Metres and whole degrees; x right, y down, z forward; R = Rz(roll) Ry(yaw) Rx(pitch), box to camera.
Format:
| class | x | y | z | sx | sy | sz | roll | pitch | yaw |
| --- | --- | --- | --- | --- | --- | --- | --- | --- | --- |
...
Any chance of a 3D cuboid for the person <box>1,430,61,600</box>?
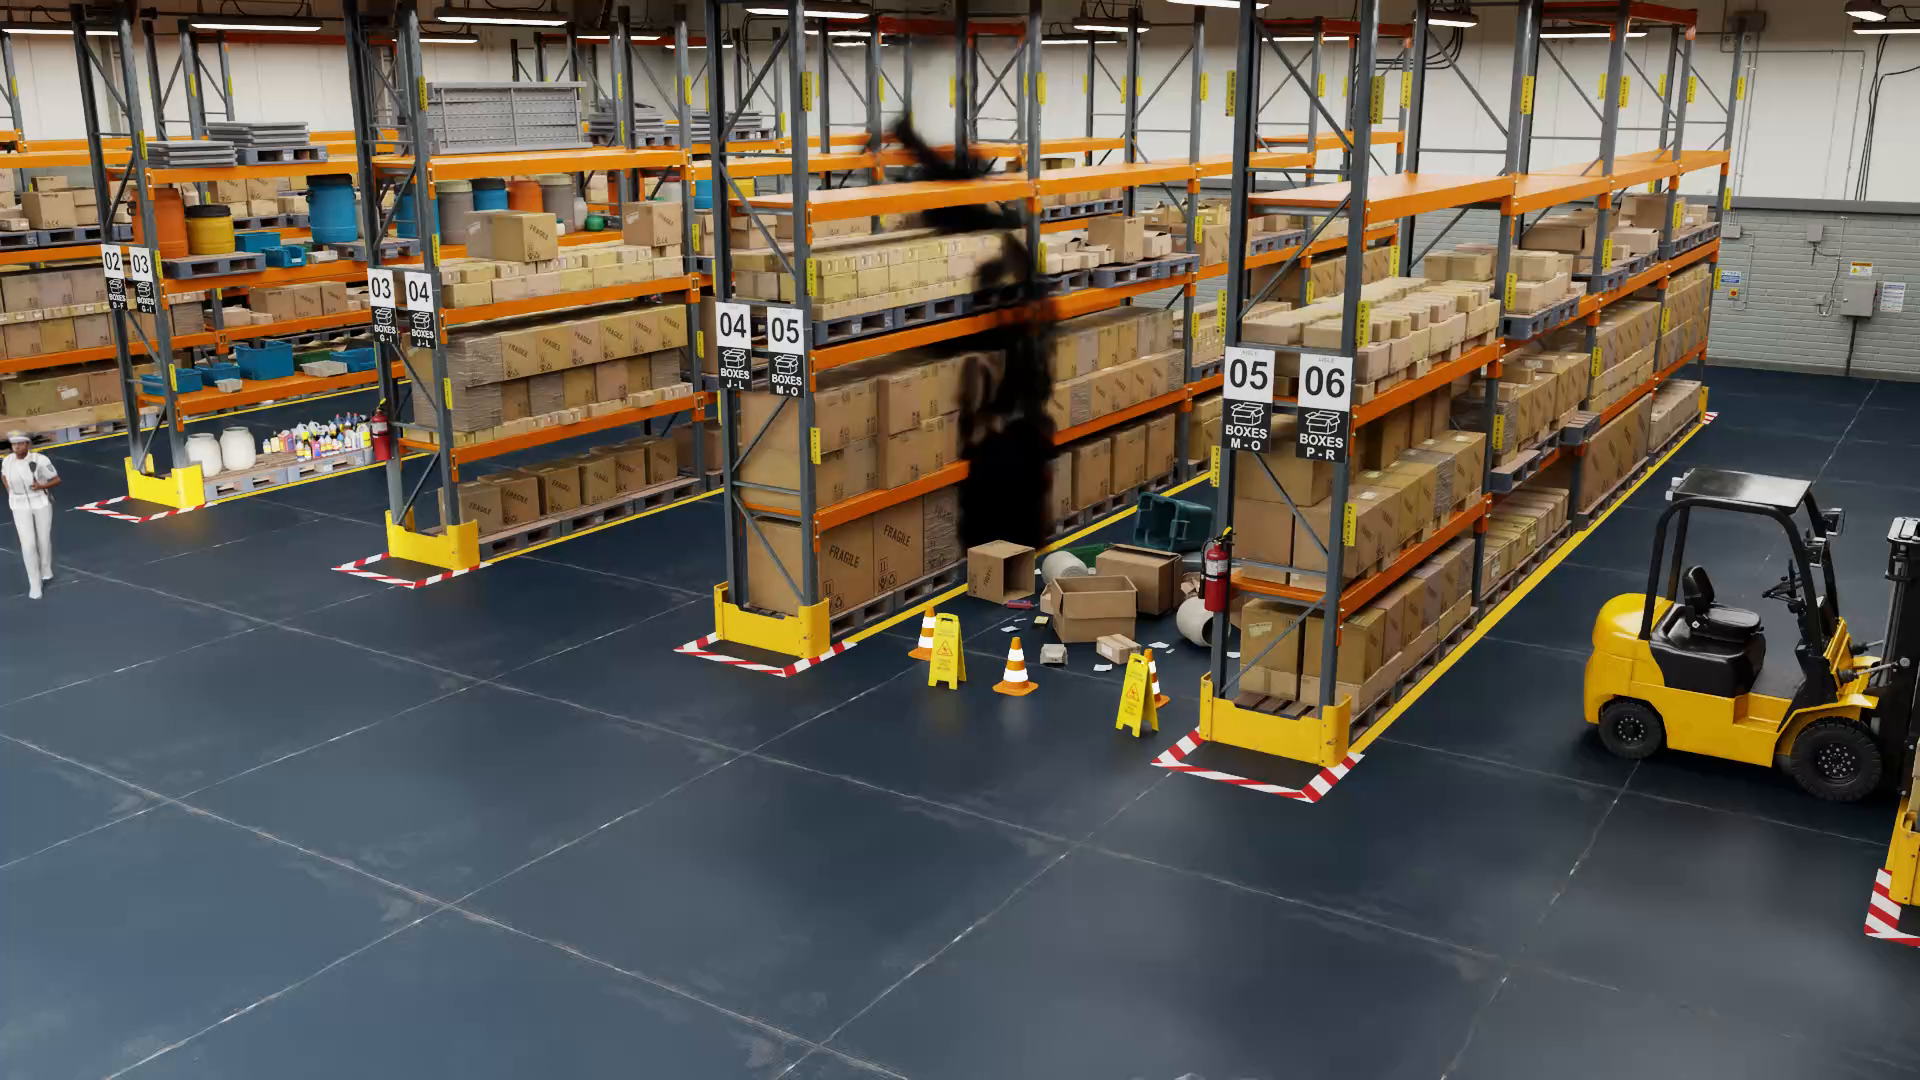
| class | x | y | z | sx | sy | sz | roll | pitch | yaw |
| --- | --- | --- | --- | --- | --- | --- | --- | --- | --- |
| person | -9.567 | -0.310 | 17.201 | 0.556 | 1.745 | 0.811 | -7 | 17 | -23 |
